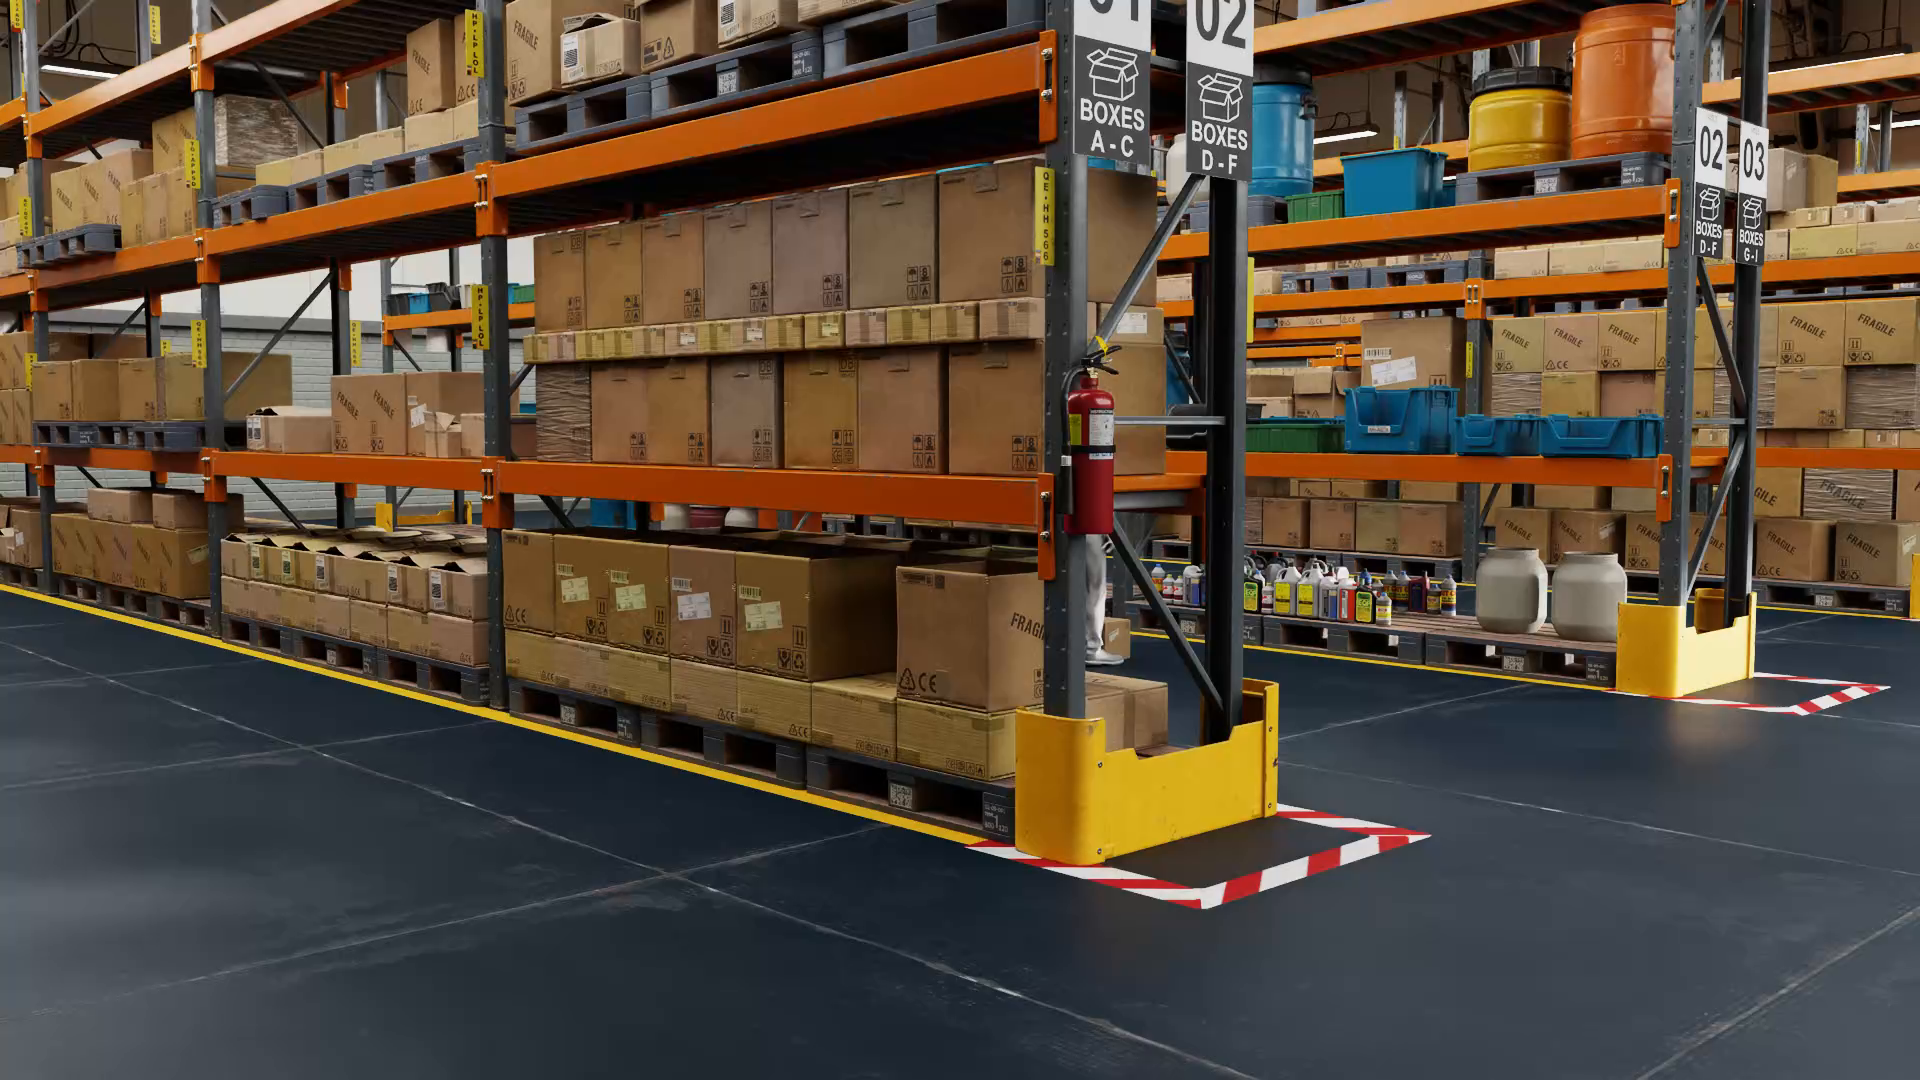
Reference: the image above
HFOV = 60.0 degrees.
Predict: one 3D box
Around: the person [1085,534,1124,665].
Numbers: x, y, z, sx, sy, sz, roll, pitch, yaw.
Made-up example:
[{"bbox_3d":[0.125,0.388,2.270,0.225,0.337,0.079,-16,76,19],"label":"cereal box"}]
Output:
[{"bbox_3d":[0.754,-0.062,10.394,0.538,1.663,0.405,4,6,45],"label":"person"}]
